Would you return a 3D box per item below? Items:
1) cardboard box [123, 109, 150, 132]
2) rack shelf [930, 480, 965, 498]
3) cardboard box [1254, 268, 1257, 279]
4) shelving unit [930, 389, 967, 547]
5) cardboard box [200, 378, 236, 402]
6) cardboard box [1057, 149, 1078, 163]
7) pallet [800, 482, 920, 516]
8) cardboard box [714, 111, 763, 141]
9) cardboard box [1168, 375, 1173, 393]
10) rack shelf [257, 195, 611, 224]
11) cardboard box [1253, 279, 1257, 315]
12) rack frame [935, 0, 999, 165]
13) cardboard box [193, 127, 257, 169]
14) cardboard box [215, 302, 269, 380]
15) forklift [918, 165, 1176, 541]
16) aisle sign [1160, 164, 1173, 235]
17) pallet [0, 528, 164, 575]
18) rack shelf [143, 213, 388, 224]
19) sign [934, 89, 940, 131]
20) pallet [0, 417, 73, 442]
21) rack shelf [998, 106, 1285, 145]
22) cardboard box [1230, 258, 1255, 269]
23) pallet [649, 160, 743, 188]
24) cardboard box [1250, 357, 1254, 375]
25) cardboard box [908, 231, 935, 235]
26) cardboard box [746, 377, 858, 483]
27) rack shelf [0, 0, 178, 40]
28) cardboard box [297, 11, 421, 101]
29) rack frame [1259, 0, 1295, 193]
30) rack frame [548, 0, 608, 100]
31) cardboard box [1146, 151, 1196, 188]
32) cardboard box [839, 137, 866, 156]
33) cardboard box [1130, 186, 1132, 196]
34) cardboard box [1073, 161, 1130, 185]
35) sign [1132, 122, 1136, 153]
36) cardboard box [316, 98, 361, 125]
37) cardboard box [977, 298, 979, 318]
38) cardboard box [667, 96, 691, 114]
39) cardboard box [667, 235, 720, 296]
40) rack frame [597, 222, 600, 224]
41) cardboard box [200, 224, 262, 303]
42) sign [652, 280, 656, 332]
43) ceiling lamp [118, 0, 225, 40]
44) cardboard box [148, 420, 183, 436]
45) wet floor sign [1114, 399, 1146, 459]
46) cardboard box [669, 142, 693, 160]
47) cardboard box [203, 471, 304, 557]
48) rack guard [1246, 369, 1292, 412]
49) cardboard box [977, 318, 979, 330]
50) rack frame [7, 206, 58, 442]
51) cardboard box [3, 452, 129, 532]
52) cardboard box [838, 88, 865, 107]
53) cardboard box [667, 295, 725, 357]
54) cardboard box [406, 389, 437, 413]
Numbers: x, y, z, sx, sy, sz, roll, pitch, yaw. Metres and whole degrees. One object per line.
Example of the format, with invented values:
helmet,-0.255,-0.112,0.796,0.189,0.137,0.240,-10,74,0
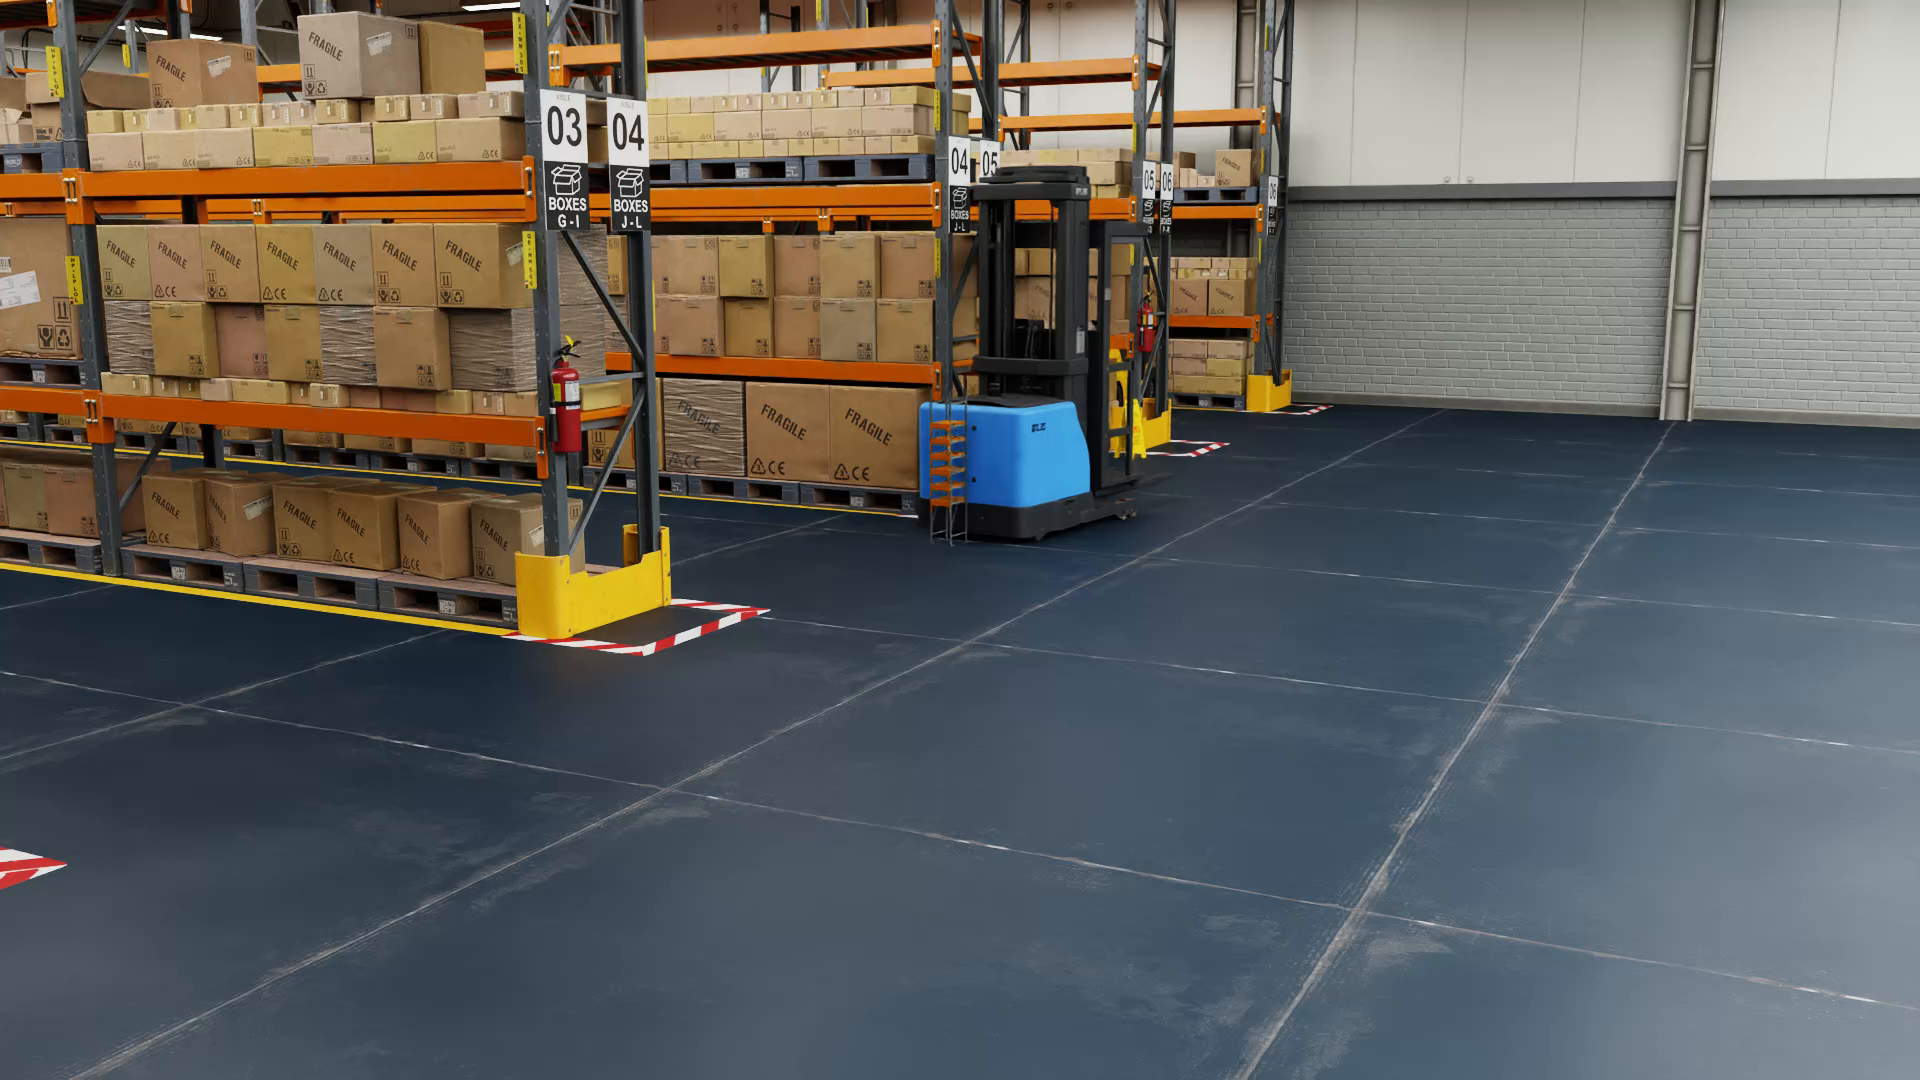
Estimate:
cardboard box,-5.383,-2.807,11.196,0.250,0.149,0.380,4,11,23
rack shelf,-0.088,-0.399,12.989,0.180,0.103,0.258,7,12,33
cardboard box,4.169,-3.791,23.649,0.250,0.149,0.380,5,11,24
shelving unit,-0.088,-0.561,12.960,0.189,1.200,0.258,7,12,33
cardboard box,-4.858,-1.023,11.167,0.250,0.149,0.380,5,11,26
cardboard box,1.280,-4.329,18.770,0.250,0.149,0.380,5,11,25
pallet,-0.686,-0.441,15.073,1.213,0.211,1.003,5,11,26
cardboard box,-1.847,-3.680,14.843,0.500,0.250,0.500,5,11,26
cardboard box,2.911,-2.276,23.923,0.500,0.250,0.500,5,11,26
rack shelf,-5.315,-3.357,16.955,4.000,0.370,1.077,5,11,26
cardboard box,4.037,-3.487,23.791,0.500,0.500,0.500,5,12,28
rack frame,0.066,-4.714,14.011,0.127,3.000,1.000,5,11,26
cardboard box,-4.599,-2.538,10.827,0.500,0.250,0.500,5,11,24
cardboard box,-4.505,-1.375,11.291,0.500,0.500,0.875,5,11,26
forklift,0.891,-1.652,14.131,1.130,2.935,3.031,7,12,33
aisle sign,2.358,-3.885,18.973,0.004,0.787,0.394,5,11,26
pallet,-6.506,0.018,12.540,1.213,0.211,1.003,5,11,26
rack shelf,-10.390,-4.786,24.850,4.000,0.370,1.077,5,11,26
sign,-0.187,-3.550,13.734,0.005,0.325,0.100,5,11,26
pallet,-11.314,-1.383,20.280,1.213,0.211,1.003,5,11,26
rack shelf,2.565,-5.913,23.776,4.000,0.370,1.077,5,11,26
cardboard box,3.944,-3.863,23.216,0.250,0.149,0.380,5,11,26
pallet,-2.792,-3.444,15.662,1.213,0.211,1.003,5,11,26
cardboard box,4.028,-2.524,23.890,0.500,0.250,0.500,5,12,27
cardboard box,-0.237,-3.407,19.708,0.500,0.500,0.700,5,11,25
cardboard box,-1.362,-1.035,15.316,0.875,0.875,0.875,5,11,25
rack shelf,-7.600,-3.852,12.390,4.000,0.370,1.077,5,11,26
cardboard box,-3.722,-2.978,10.317,0.500,0.500,0.500,5,11,26
rack frame,4.358,-6.306,22.805,0.127,3.000,1.000,5,11,26
rack frame,-5.009,-6.143,21.907,0.127,3.000,1.000,5,11,26
cardboard box,2.979,-5.228,23.529,0.500,0.500,0.700,5,11,26
cardboard box,-0.839,-3.383,14.322,0.250,0.149,0.380,5,11,27
cardboard box,2.011,-3.991,19.144,0.250,0.149,0.380,5,11,26
cardboard box,1.587,-4.107,18.662,0.500,0.250,0.500,5,11,25
sign,1.902,-4.386,18.131,0.005,0.325,0.100,5,11,26
cardboard box,-3.770,-2.652,10.342,0.250,0.149,0.380,4,11,23
cardboard box,0.216,-2.878,19.596,0.500,0.500,0.500,5,11,26
cardboard box,-2.430,-3.915,15.024,0.250,0.149,0.380,5,11,26
cardboard box,-2.238,-2.559,15.493,0.550,0.550,0.875,5,11,26
rack frame,-6.403,-4.300,28.564,0.127,3.000,1.000,5,11,26
cardboard box,-4.619,-1.826,10.975,0.500,0.500,0.500,5,11,26
sign,-1.980,-1.491,10.614,0.005,0.325,0.100,5,11,26
ceiling lamp,-13.424,-10.279,28.364,0.800,3.185,2.000,5,11,26
cardboard box,-8.760,-1.460,18.715,0.500,0.500,0.500,4,11,23
wet floor sign,1.862,-1.217,18.140,0.267,0.644,0.232,-10,14,-43
cardboard box,-2.432,-3.523,15.096,0.250,0.149,0.380,5,11,25
cardboard box,-4.949,-0.188,11.687,0.500,0.500,0.500,10,14,44
rack guard,4.380,-2.122,23.552,0.348,0.500,1.175,5,11,26
cardboard box,0.373,-2.556,19.637,0.250,0.149,0.380,5,11,26
rack frame,-10.696,-2.708,19.770,0.127,3.000,1.000,5,11,26
cardboard box,-6.767,-0.372,12.648,0.500,0.500,0.700,5,11,25
cardboard box,-0.840,-3.775,14.252,0.250,0.149,0.380,5,12,27
cardboard box,-2.250,-2.023,15.565,0.550,0.550,0.875,5,11,26
cardboard box,-3.255,-0.898,10.472,0.250,0.149,0.380,5,11,26
